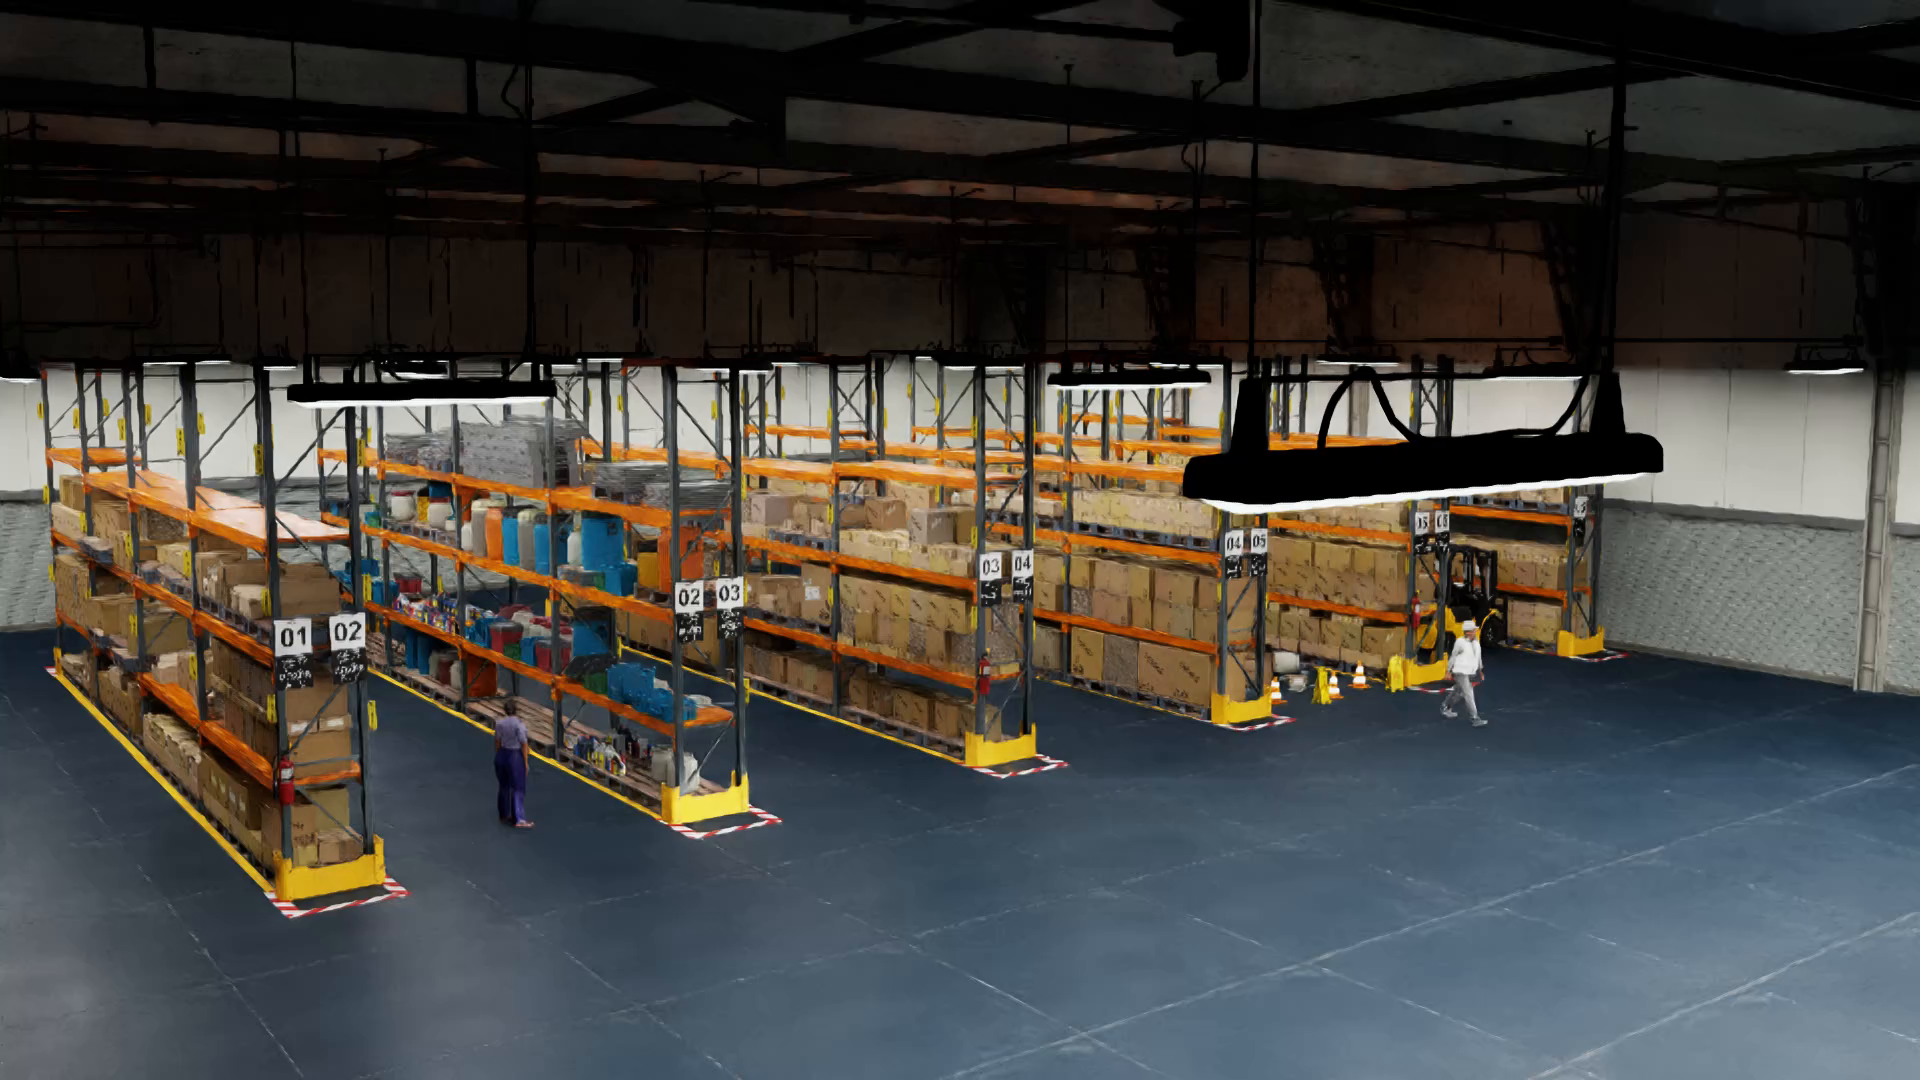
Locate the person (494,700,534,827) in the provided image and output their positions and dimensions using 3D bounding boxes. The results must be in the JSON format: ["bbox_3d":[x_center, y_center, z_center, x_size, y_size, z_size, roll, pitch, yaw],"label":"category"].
[{"bbox_3d":[-5.836,2.900,21.744,0.533,1.656,0.429,3,7,23],"label":"person"}]

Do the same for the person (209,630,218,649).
[{"bbox_3d":[-13.383,1.895,29.971,0.719,1.714,0.578,-5,9,-38],"label":"person"}]

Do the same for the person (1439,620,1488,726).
[{"bbox_3d":[8.404,2.171,27.580,0.555,1.725,1.029,-5,9,-37],"label":"person"}]

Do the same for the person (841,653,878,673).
[{"bbox_3d":[-1.937,1.668,31.646,0.577,1.716,1.104,-7,10,-45],"label":"person"}]
